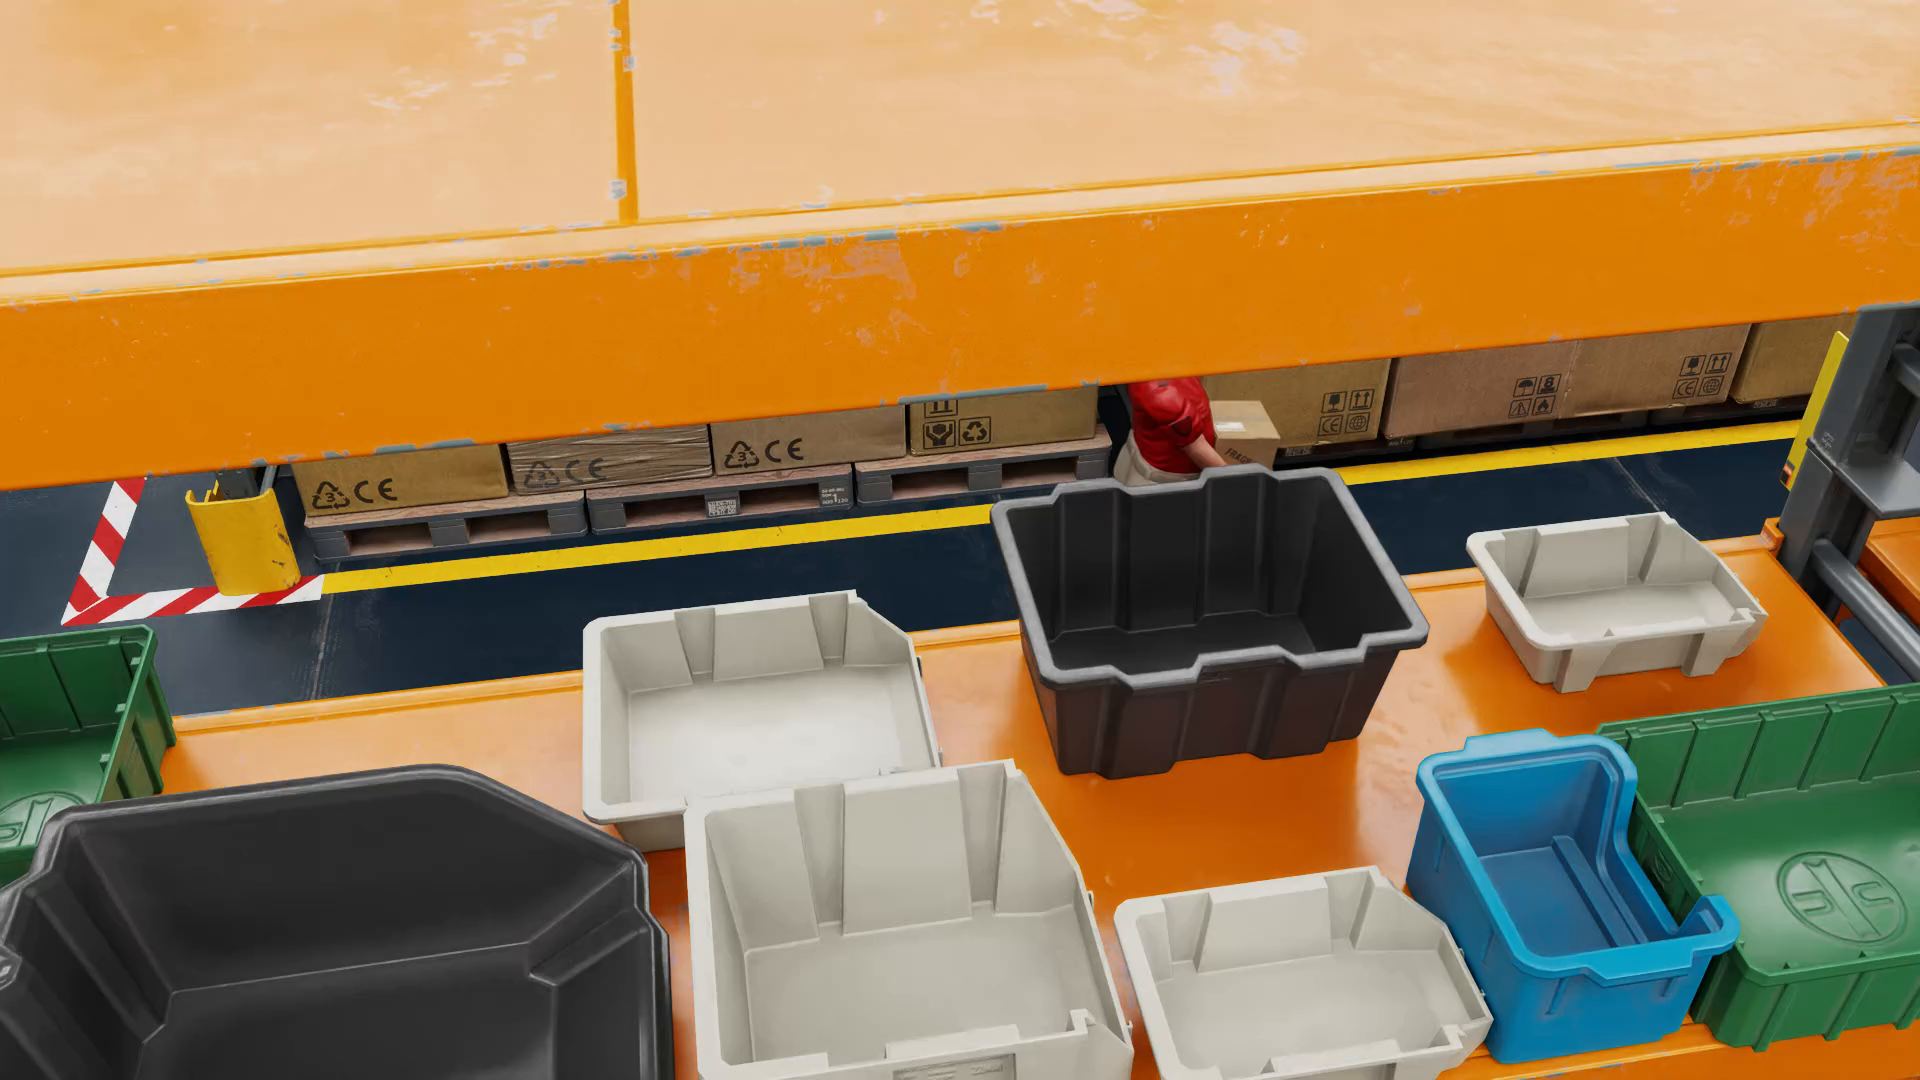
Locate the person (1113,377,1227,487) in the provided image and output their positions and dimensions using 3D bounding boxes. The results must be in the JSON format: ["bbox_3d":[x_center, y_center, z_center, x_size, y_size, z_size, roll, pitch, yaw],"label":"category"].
[{"bbox_3d":[0.871,-0.231,6.467,0.537,1.712,0.493,-6,39,-8],"label":"person"}]
